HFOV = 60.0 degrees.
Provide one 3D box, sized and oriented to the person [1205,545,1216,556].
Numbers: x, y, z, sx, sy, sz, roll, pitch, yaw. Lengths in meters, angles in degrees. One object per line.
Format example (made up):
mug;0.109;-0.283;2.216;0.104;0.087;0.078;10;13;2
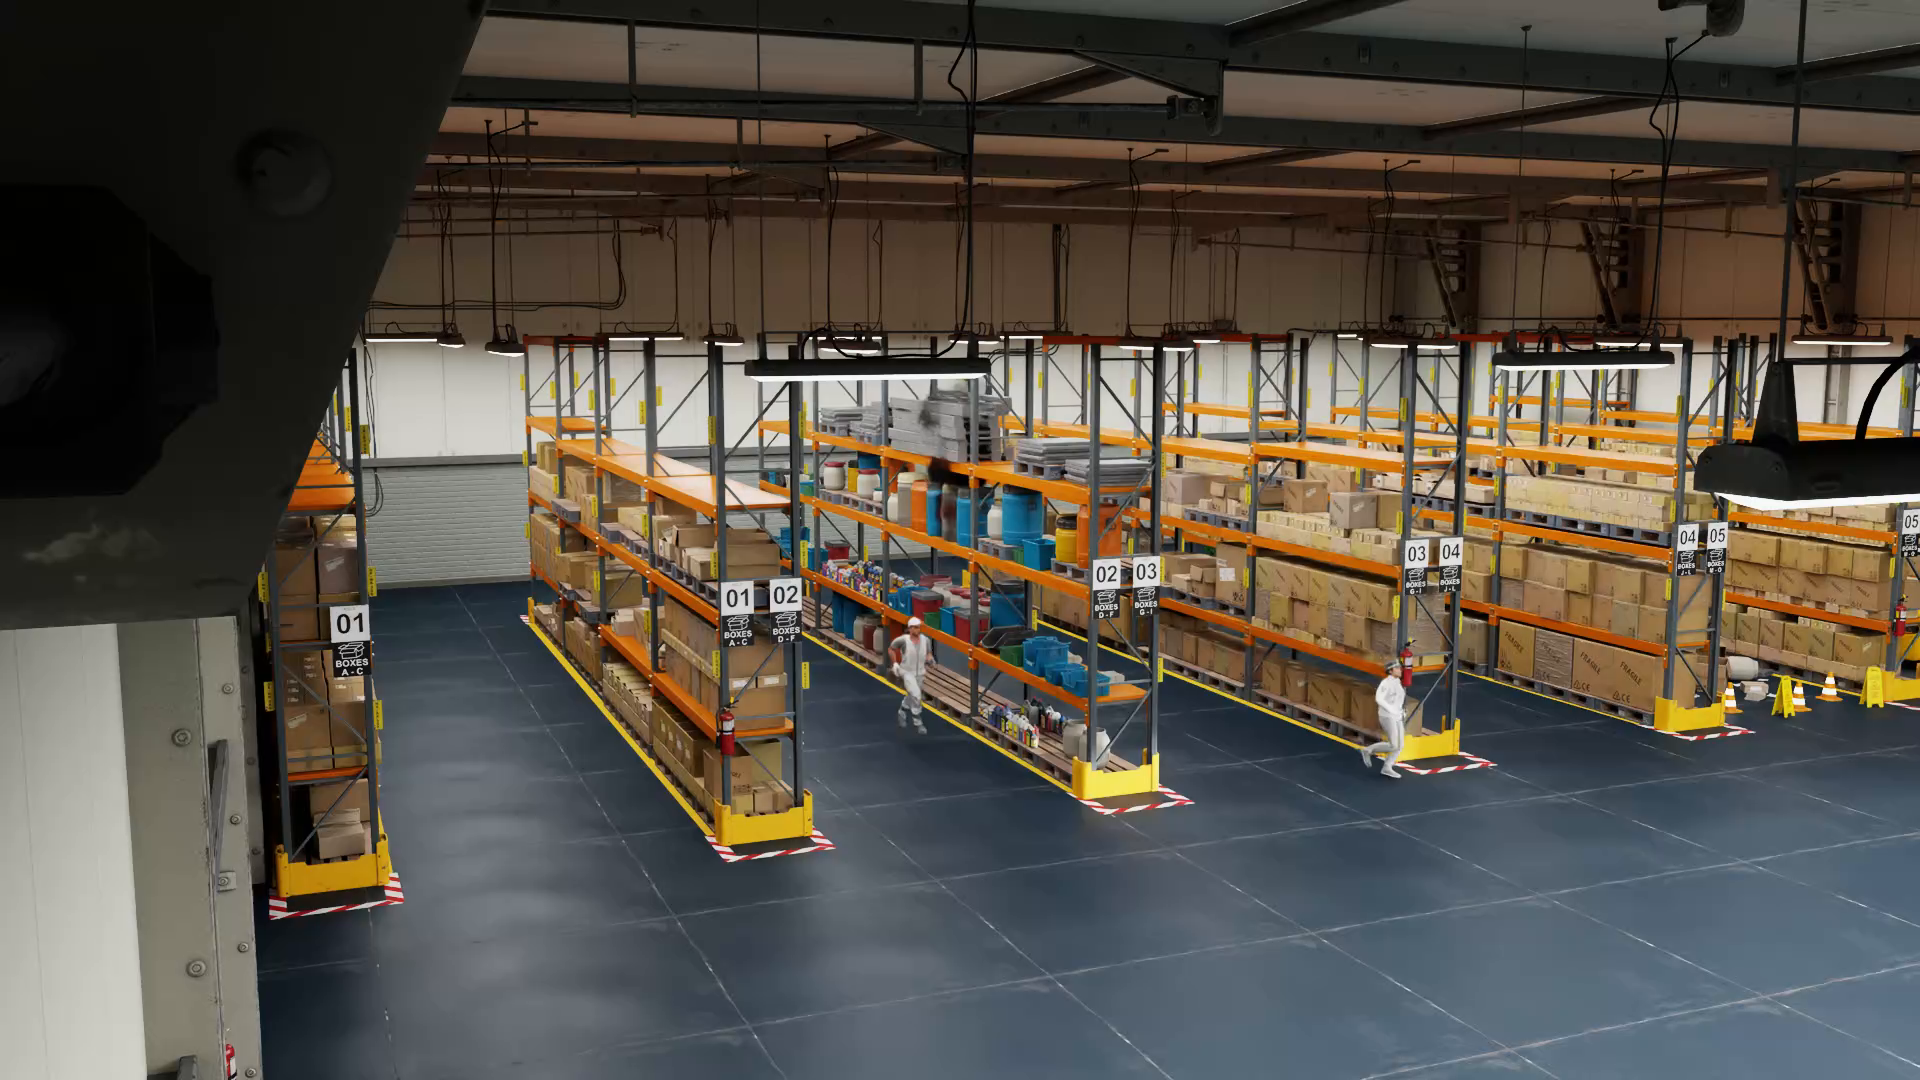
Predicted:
person;6.490;-0.127;42.080;0.769;1.748;0.663;-4;8;-26

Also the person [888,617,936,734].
person;-0.722;2.002;24.761;0.607;1.767;0.992;-5;9;-32

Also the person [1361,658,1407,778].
person;5.968;2.452;23.161;0.519;1.661;0.639;5;9;36
